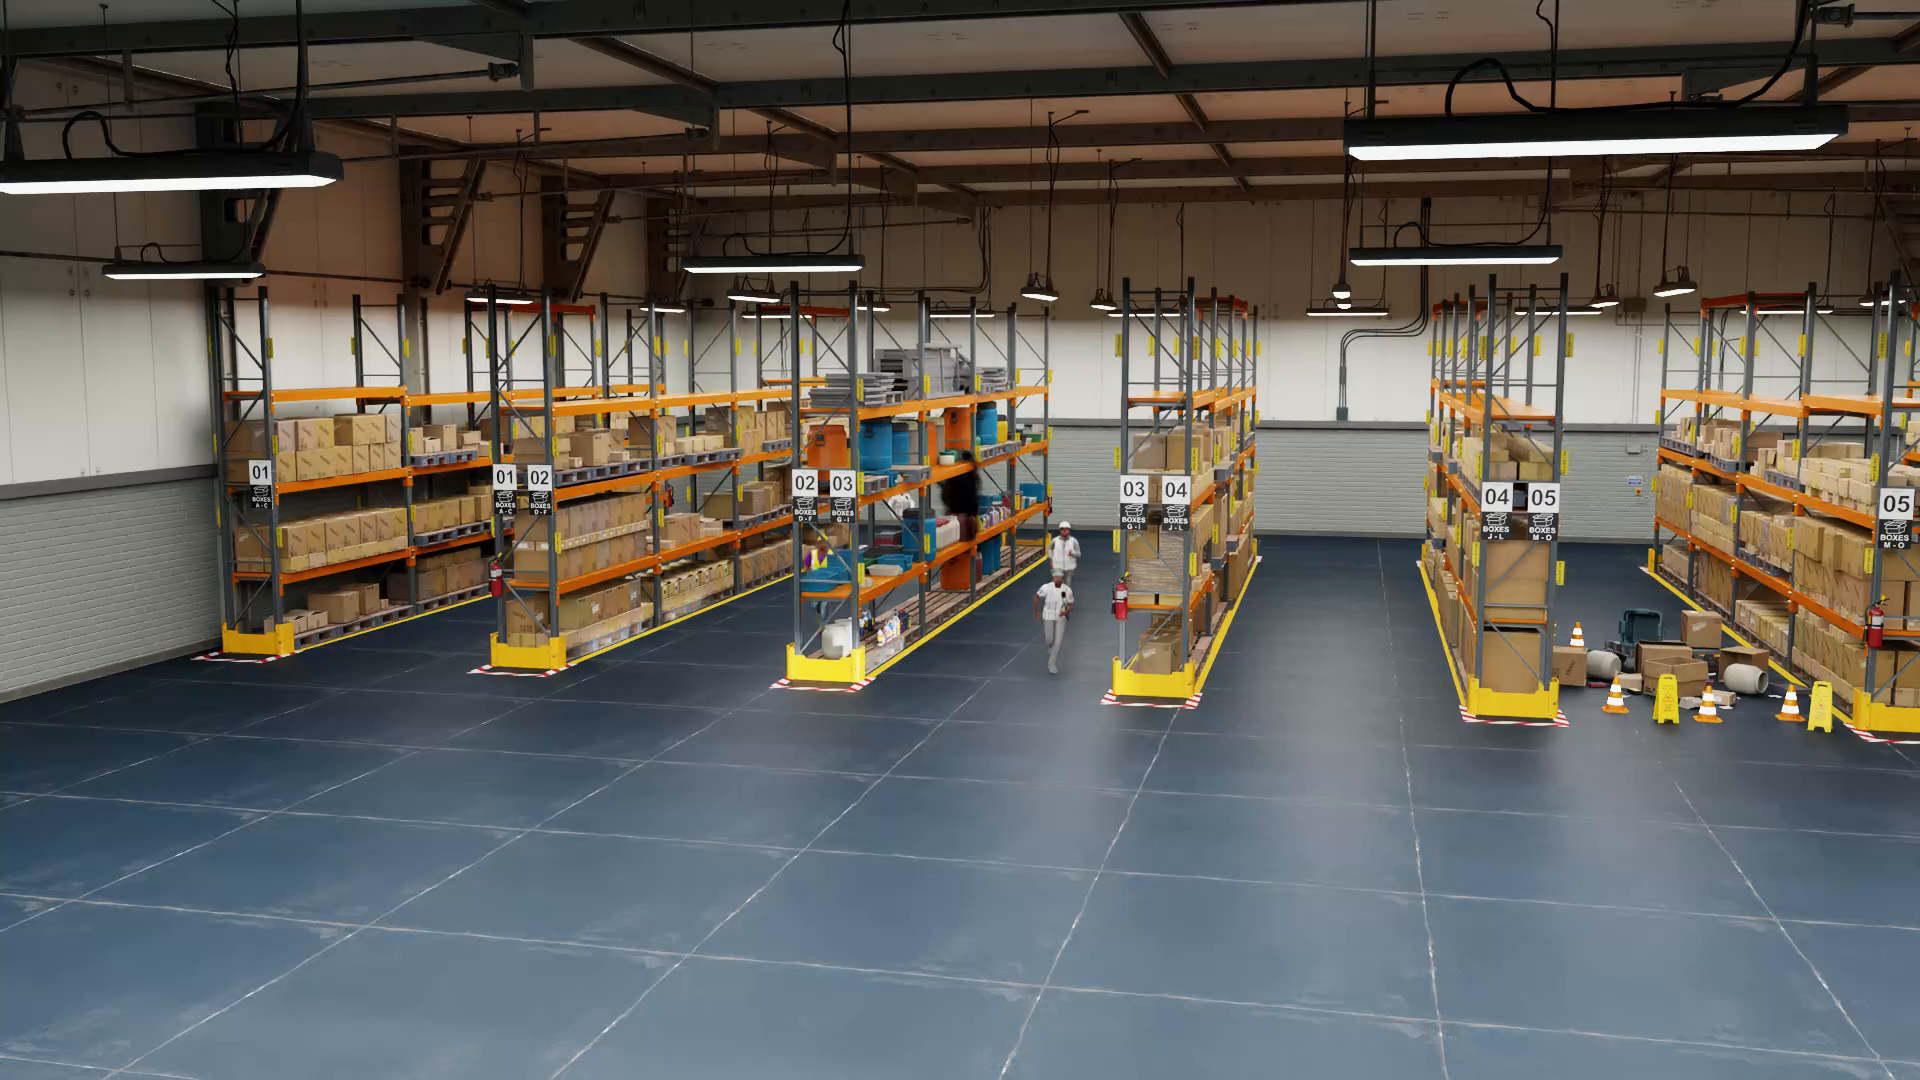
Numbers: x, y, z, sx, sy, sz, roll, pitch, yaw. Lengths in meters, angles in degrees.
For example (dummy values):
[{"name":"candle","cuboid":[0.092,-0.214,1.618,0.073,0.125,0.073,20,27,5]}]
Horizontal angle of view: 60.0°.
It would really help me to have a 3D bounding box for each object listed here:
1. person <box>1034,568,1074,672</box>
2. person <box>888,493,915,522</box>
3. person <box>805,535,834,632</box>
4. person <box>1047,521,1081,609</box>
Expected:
[{"name":"person","cuboid":[1.464,1.241,25.845,0.615,1.649,0.643,0,7,2]},{"name":"person","cuboid":[-1.449,-0.596,41.641,0.671,1.704,0.676,-4,7,-28]},{"name":"person","cuboid":[-2.431,0.760,29.513,0.689,1.722,0.597,1,7,7]},{"name":"person","cuboid":[1.946,0.562,31.116,0.638,1.820,0.706,0,7,3]}]
